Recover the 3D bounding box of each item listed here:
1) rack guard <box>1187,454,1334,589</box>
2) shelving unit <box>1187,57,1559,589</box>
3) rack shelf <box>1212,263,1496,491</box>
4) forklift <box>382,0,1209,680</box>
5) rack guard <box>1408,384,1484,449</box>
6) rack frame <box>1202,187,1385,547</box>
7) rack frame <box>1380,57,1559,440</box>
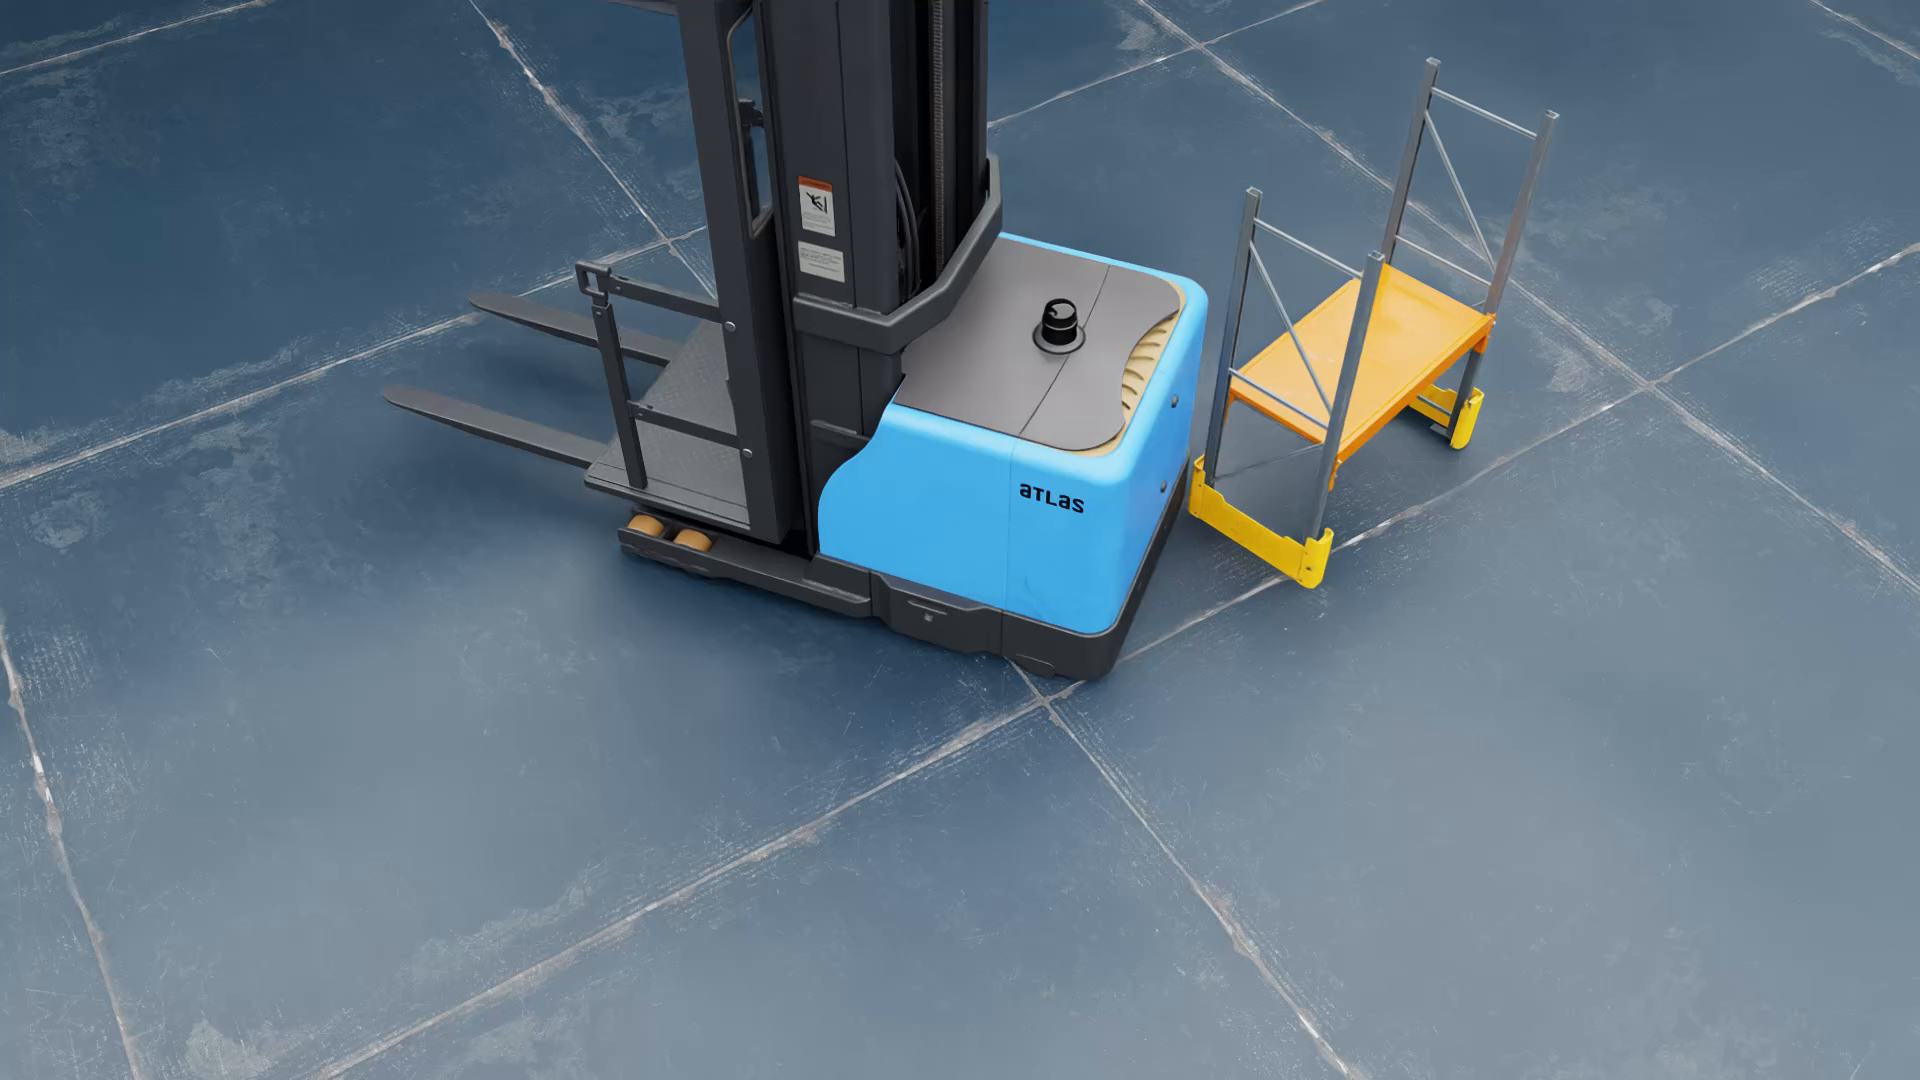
[{"bbox_3d":[1.101,-0.071,6.146,0.587,0.250,0.087,35,57,27],"label":"rack guard"},{"bbox_3d":[1.445,-0.756,5.919,0.587,1.500,1.083,35,57,27],"label":"shelving unit"},{"bbox_3d":[1.439,-0.631,6.049,0.538,0.185,1.000,35,57,27],"label":"rack shelf"},{"bbox_3d":[-0.718,-1.202,5.358,3.031,2.935,1.130,17,50,14],"label":"forklift"},{"bbox_3d":[1.788,-0.610,6.625,0.587,0.250,0.087,35,57,27],"label":"rack guard"},{"bbox_3d":[1.088,-0.476,5.670,0.500,1.500,0.032,35,57,27],"label":"rack frame"},{"bbox_3d":[1.789,-1.026,6.159,0.500,1.500,0.032,35,57,27],"label":"rack frame"}]
